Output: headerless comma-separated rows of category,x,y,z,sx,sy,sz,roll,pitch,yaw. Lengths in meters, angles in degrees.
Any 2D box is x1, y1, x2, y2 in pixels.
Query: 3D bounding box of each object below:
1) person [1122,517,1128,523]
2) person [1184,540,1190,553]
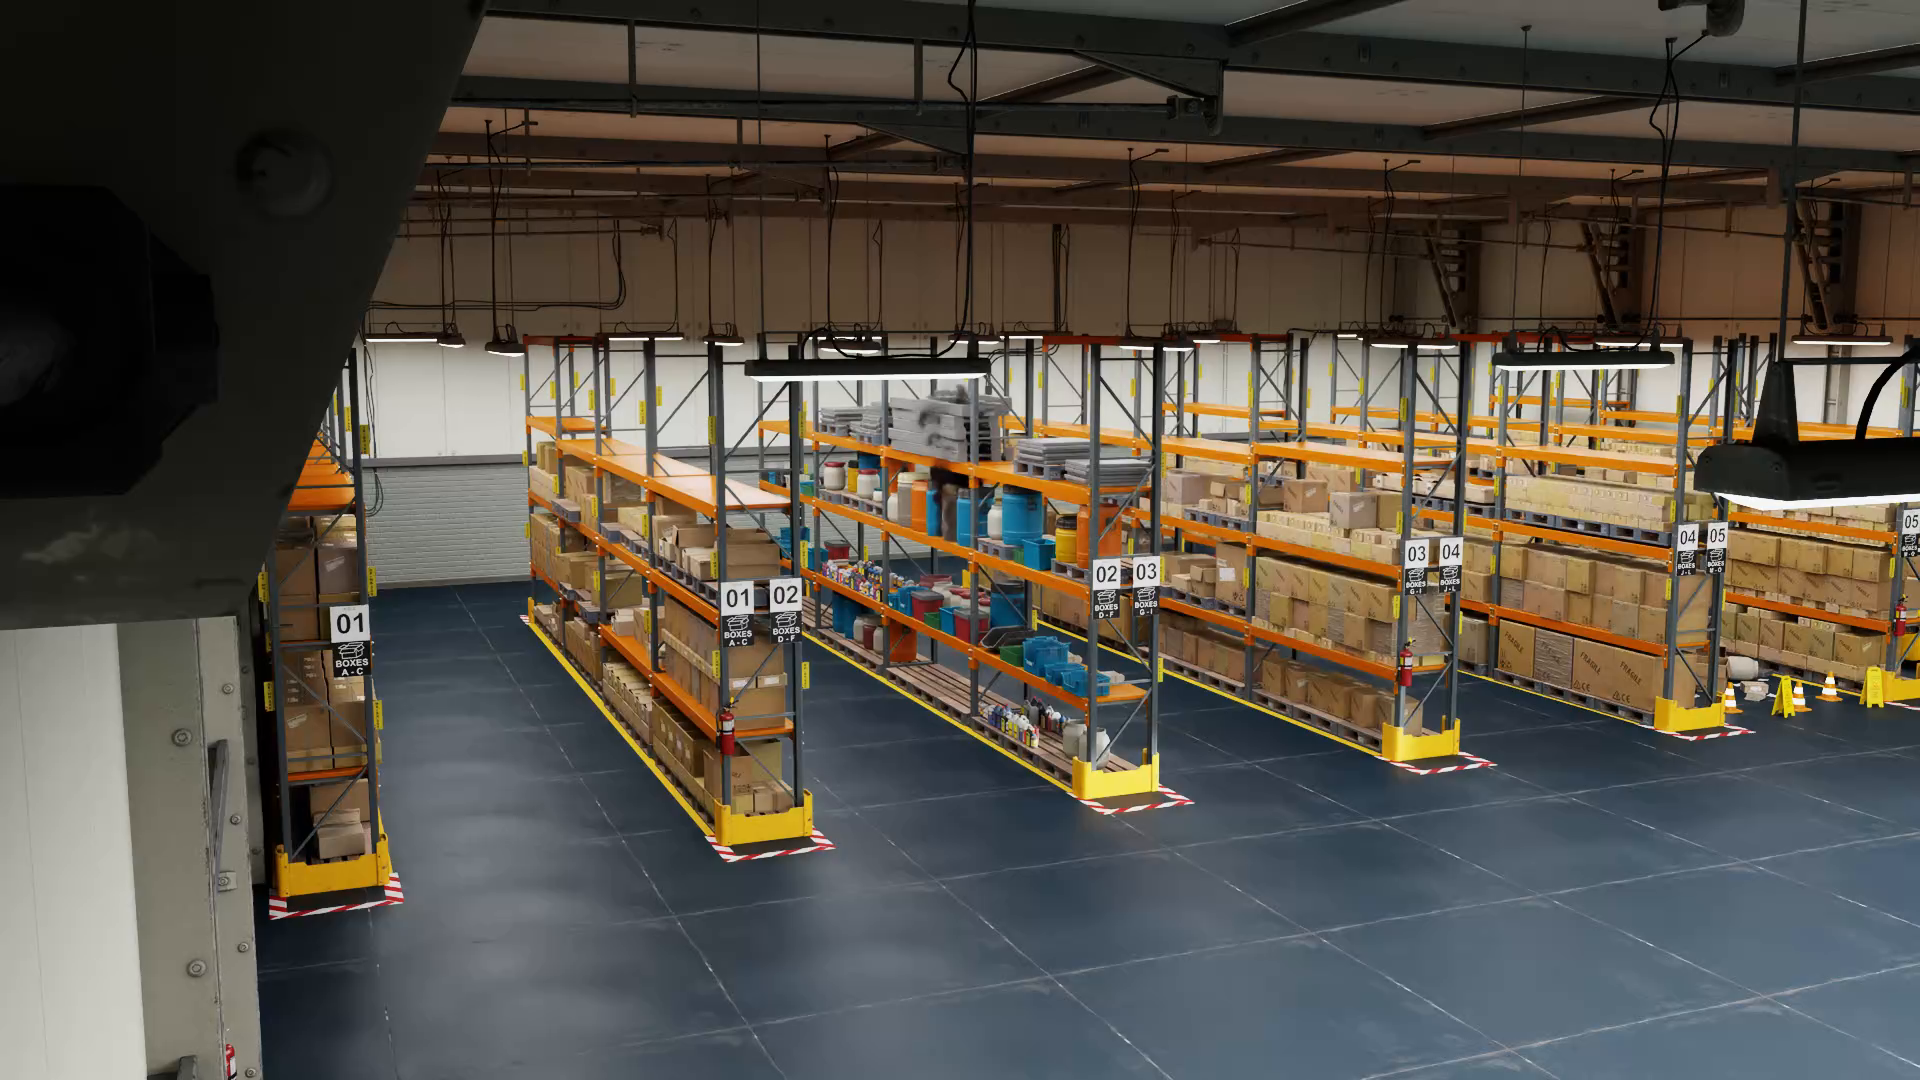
person,3.831,0.293,39.256,0.577,1.649,0.805,0,8,-1
person,5.770,-0.016,42.042,0.541,1.558,0.541,-3,8,-24
